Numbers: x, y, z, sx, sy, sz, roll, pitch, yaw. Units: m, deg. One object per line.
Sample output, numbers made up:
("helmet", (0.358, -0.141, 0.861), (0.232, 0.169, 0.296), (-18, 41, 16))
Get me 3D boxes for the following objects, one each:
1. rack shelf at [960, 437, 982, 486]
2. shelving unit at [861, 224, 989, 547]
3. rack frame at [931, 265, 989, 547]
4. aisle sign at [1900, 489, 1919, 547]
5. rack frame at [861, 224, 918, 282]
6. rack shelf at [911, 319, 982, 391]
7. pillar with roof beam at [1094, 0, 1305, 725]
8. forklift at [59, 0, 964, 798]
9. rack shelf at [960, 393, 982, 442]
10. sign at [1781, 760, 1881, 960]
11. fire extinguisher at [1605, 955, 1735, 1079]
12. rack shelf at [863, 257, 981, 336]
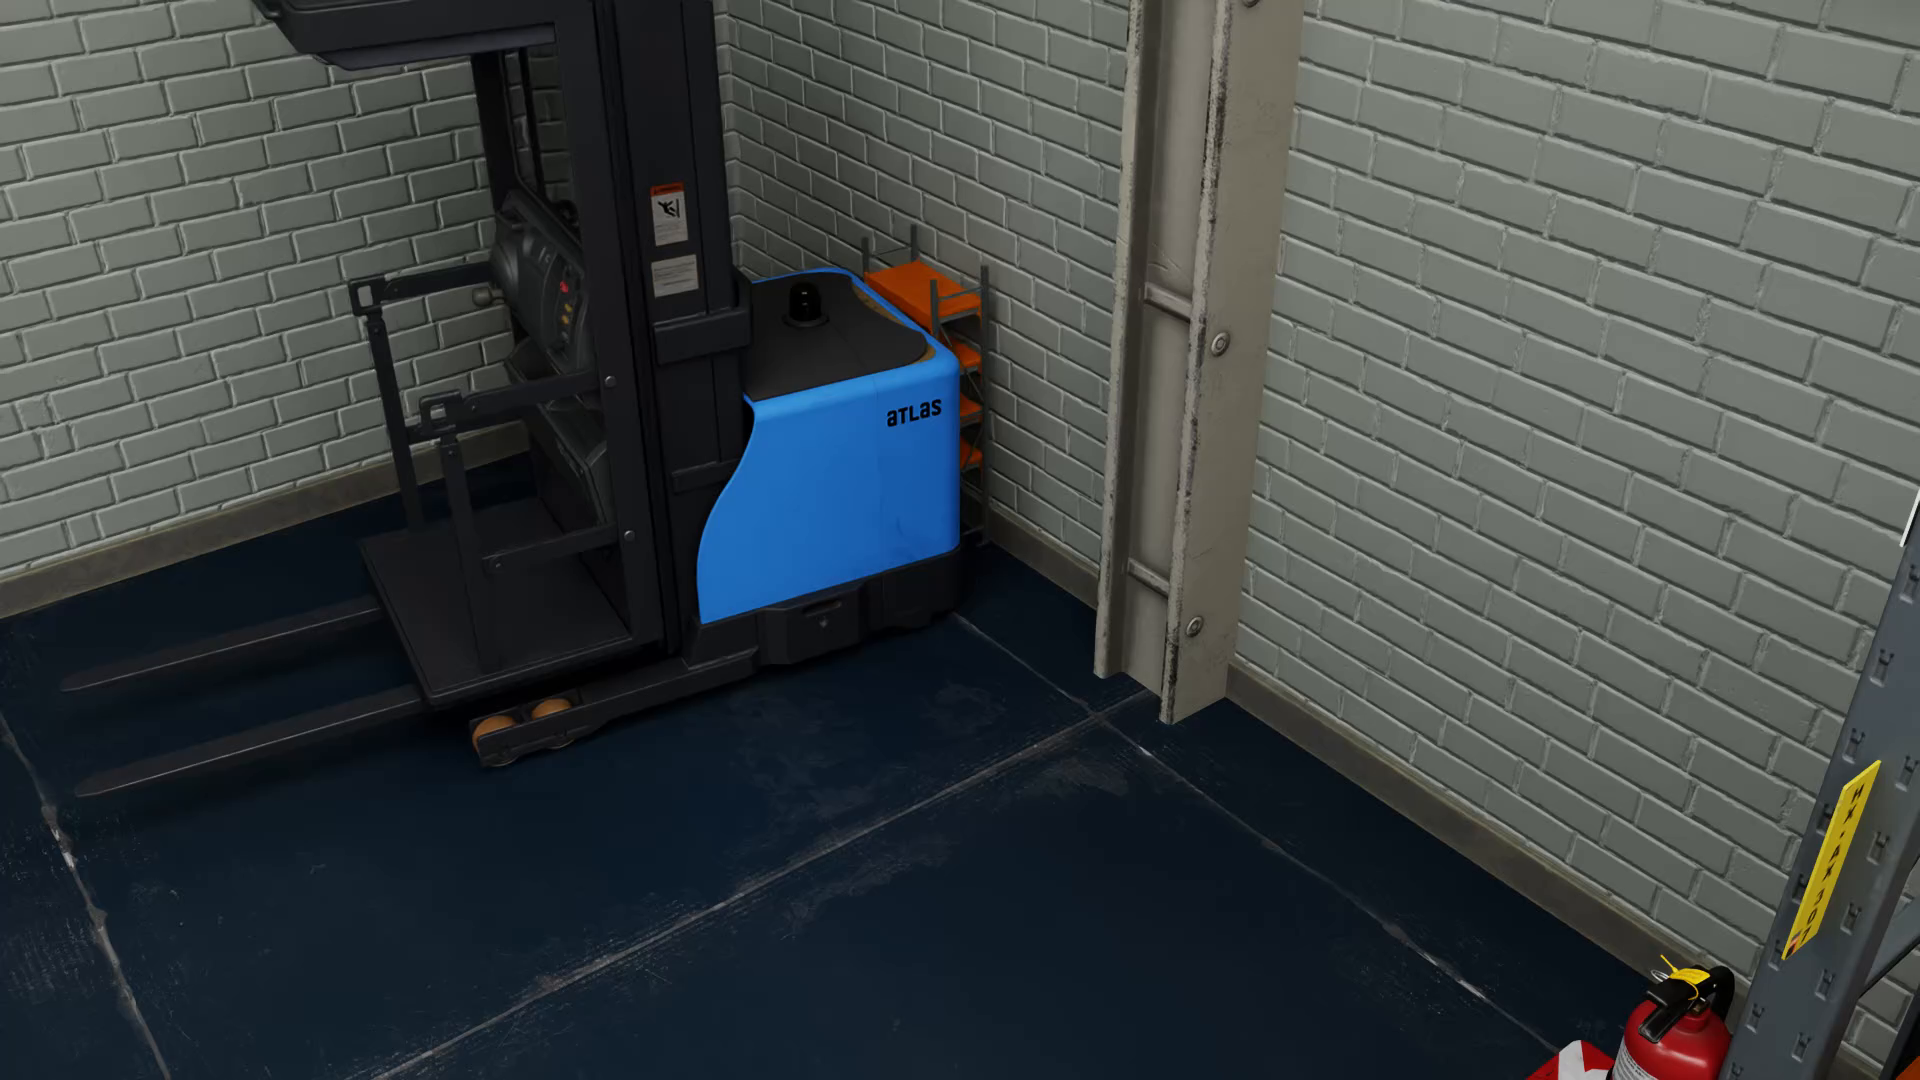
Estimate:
("rack shelf", (-0.126, -0.344, 6.668), (0.258, 0.148, 0.480), (-20, 37, -27))
("shelving unit", (-0.130, -0.569, 6.527), (0.258, 1.200, 0.503), (-20, 37, -27))
("rack frame", (0.005, -0.462, 6.354), (0.240, 1.200, 0.015), (-20, 37, -27))
("aisle sign", (1.387, -0.390, 2.071), (0.394, 0.787, 0.004), (-22, 38, -31))
("rack frame", (-0.264, -0.676, 6.700), (0.240, 1.200, 0.015), (-20, 37, -27))
("rack shelf", (-0.131, -0.702, 6.443), (0.258, 0.148, 0.480), (-20, 37, -27))
("pillar with roof beam", (-2.681, -1.923, 1.317), (9.100, 9.000, 0.400), (-22, 38, -31))
("forklift", (-1.527, -0.811, 5.278), (3.031, 2.935, 1.130), (-16, 35, -24))
("rack shelf", (-0.129, -0.512, 6.563), (0.258, 0.148, 0.480), (-20, 37, -27))
("sign", (1.232, 0.456, 2.352), (0.100, 0.325, 0.005), (-22, 38, -31))
("fire extinguisher", (1.205, 0.927, 2.840), (0.296, 0.674, 0.183), (-22, 38, -31))
("rack shelf", (-0.134, -0.902, 6.317), (0.258, 0.148, 0.480), (-20, 37, -27))
